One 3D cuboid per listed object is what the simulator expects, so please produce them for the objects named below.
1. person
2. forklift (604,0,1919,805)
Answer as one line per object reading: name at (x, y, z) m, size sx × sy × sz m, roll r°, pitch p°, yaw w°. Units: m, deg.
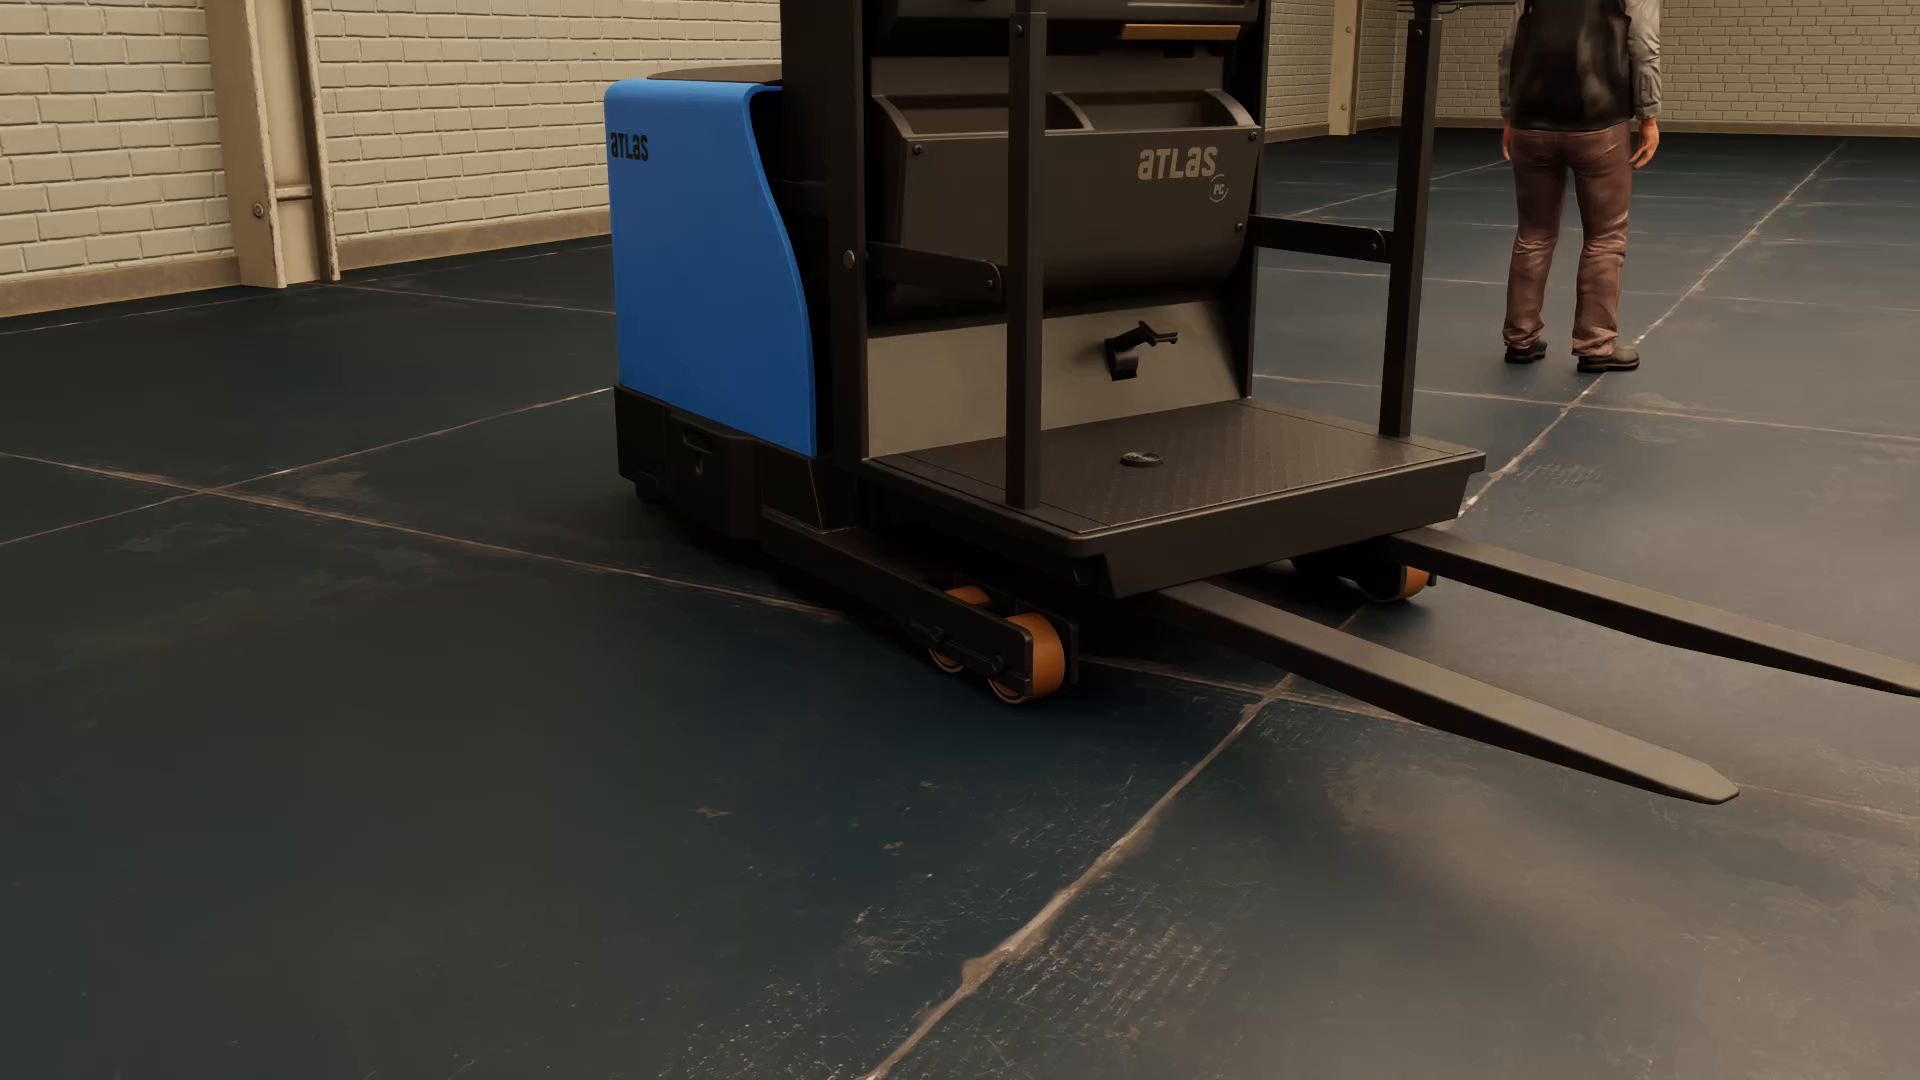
person at (2.235, -1.495, 6.073) m, size 0.589 × 1.721 × 0.414 m, roll 15°, pitch 22°, yaw 41°
forklift at (0.361, -1.262, 3.137) m, size 1.130 × 2.935 × 3.031 m, roll -11°, pitch 20°, yaw -34°
